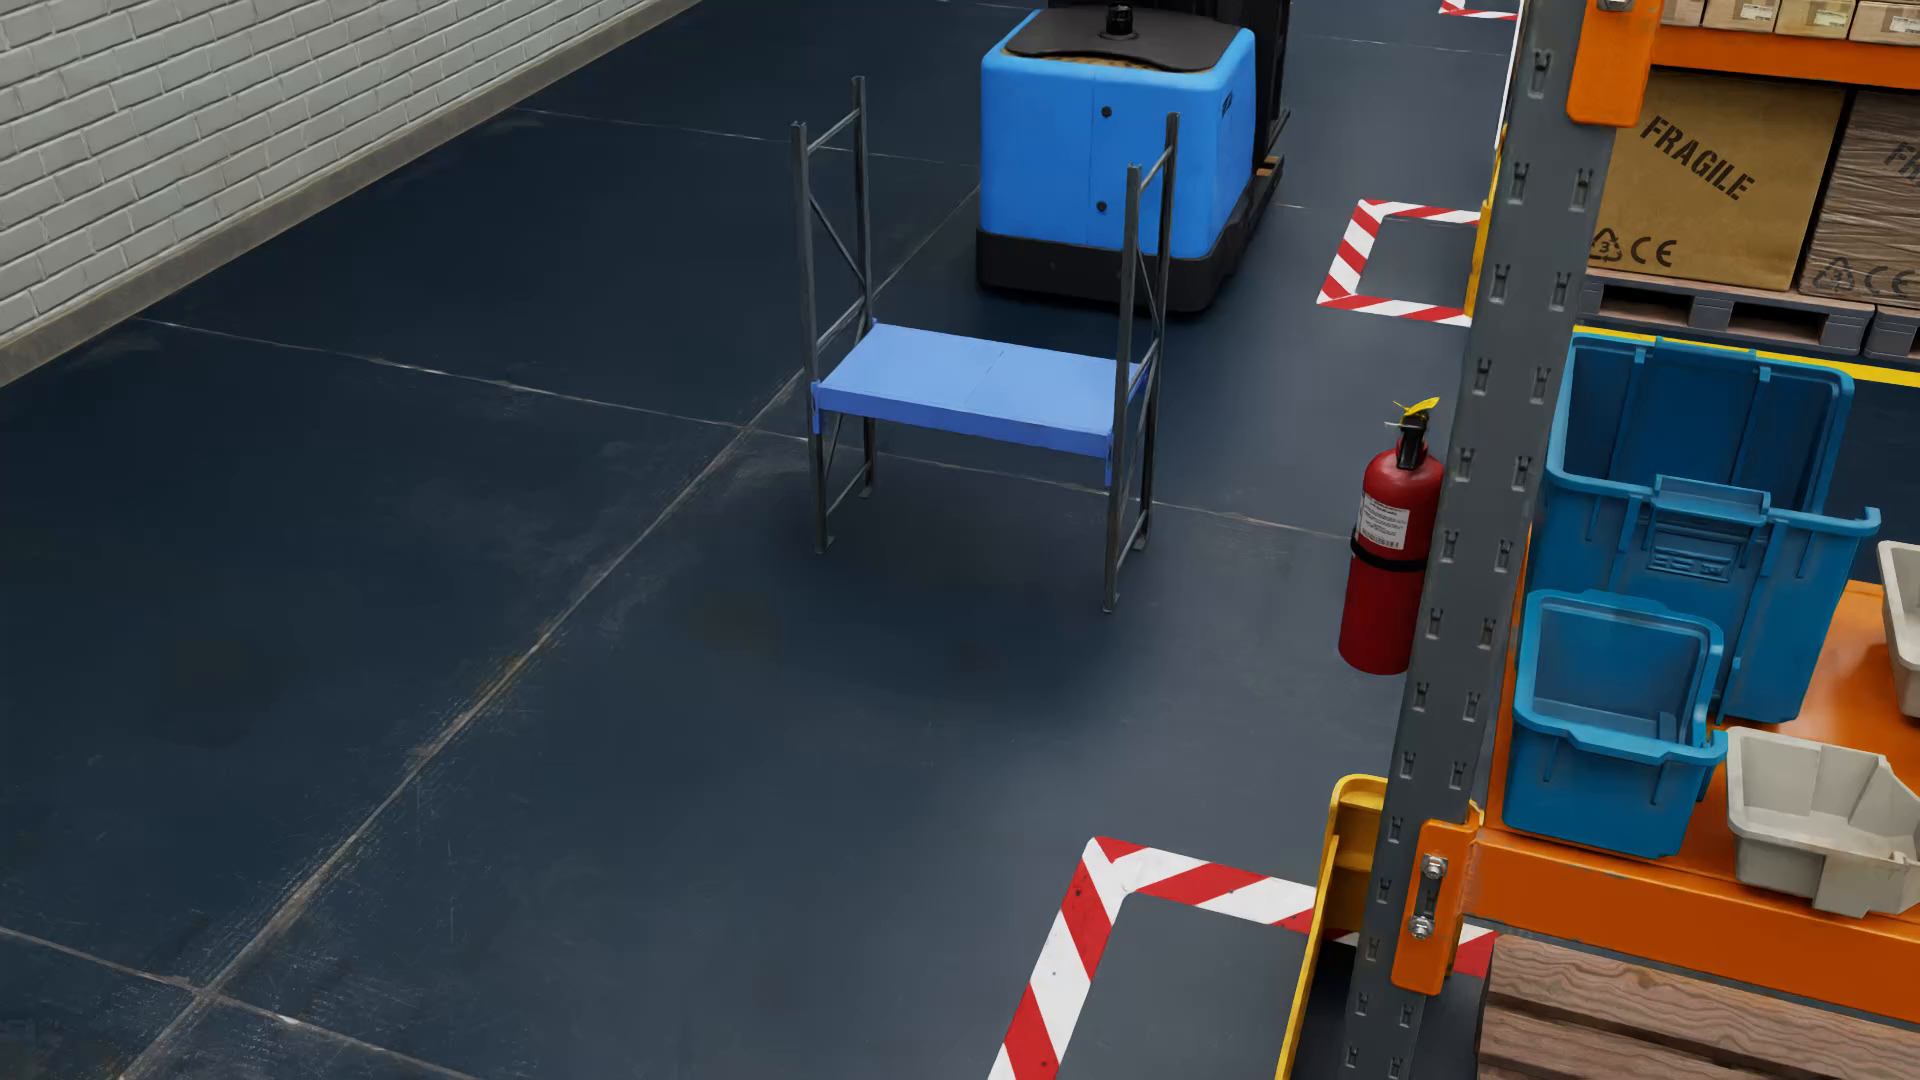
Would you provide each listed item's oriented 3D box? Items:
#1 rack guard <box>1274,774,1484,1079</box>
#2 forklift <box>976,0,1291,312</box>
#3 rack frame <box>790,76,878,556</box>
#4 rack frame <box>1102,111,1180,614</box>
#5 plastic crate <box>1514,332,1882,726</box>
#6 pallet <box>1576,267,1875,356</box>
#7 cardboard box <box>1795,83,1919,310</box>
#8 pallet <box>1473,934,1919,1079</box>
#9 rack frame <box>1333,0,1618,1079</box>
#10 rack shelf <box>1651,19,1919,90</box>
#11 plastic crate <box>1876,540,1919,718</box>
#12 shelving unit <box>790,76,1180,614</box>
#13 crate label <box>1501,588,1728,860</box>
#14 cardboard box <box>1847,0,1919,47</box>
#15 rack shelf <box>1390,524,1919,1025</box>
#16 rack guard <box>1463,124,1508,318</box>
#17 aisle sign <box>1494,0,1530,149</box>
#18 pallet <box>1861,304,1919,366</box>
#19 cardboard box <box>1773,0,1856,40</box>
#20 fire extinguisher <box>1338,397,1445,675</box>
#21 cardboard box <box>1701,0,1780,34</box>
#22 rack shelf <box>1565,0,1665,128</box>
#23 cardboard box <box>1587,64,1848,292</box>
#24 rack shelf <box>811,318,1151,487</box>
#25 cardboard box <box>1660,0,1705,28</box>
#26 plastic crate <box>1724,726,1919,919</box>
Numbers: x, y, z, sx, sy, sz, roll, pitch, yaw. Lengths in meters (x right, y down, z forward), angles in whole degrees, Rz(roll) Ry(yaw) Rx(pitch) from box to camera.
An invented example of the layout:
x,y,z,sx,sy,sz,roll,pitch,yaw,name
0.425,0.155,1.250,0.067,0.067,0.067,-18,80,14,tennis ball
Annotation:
x,y,z,sx,sy,sz,roll,pitch,yaw,name
0.874,1.088,3.604,0.348,0.500,1.175,11,34,16,rack guard
1.030,-3.001,7.696,1.130,2.935,3.031,11,34,16,forklift
-0.398,-0.708,5.463,0.032,1.500,0.500,11,34,16,rack frame
0.559,-0.521,5.175,0.032,1.500,0.500,11,34,16,rack frame
1.279,-0.039,2.957,0.499,0.435,0.616,11,34,16,plastic crate
3.351,-1.216,7.438,1.213,0.211,1.003,11,34,16,pallet
4.058,-1.535,6.933,0.875,0.875,0.875,11,34,16,cardboard box
1.664,1.378,3.422,1.213,0.211,1.003,11,34,16,pallet
0.901,0.035,2.930,0.127,3.000,1.000,11,34,16,rack frame
4.454,-1.825,6.475,4.000,0.370,1.077,11,34,16,rack shelf
1.729,0.178,2.897,0.243,0.136,0.396,11,34,16,plastic crate
0.080,-0.614,5.319,1.048,1.500,0.538,11,34,16,shelving unit
1.022,0.294,2.628,0.303,0.233,0.416,11,34,16,crate label
3.524,-2.015,6.336,0.250,0.149,0.380,10,34,16,cardboard box
2.783,0.704,2.558,4.000,0.370,1.077,11,34,16,rack shelf
2.549,-1.448,7.532,0.348,0.500,1.175,11,34,16,rack guard
0.733,-0.918,2.010,0.004,0.787,0.394,11,34,16,aisle sign
4.495,-0.992,7.091,1.213,0.211,1.003,11,34,16,pallet
3.278,-2.062,6.409,0.250,0.149,0.380,10,34,15,cardboard box
0.912,-0.035,3.454,0.183,0.674,0.296,11,34,16,fire extinguisher
3.037,-2.108,6.482,0.250,0.149,0.380,11,34,16,cardboard box
2.783,-0.556,1.744,4.000,0.370,1.077,11,34,16,rack shelf
3.201,-1.701,7.191,0.875,0.875,0.875,11,34,16,cardboard box
0.080,-0.463,5.417,1.000,0.185,0.538,11,34,16,rack shelf
2.795,-2.155,6.553,0.250,0.149,0.380,11,35,17,cardboard box
1.296,0.435,2.498,0.298,0.136,0.250,11,34,16,plastic crate
